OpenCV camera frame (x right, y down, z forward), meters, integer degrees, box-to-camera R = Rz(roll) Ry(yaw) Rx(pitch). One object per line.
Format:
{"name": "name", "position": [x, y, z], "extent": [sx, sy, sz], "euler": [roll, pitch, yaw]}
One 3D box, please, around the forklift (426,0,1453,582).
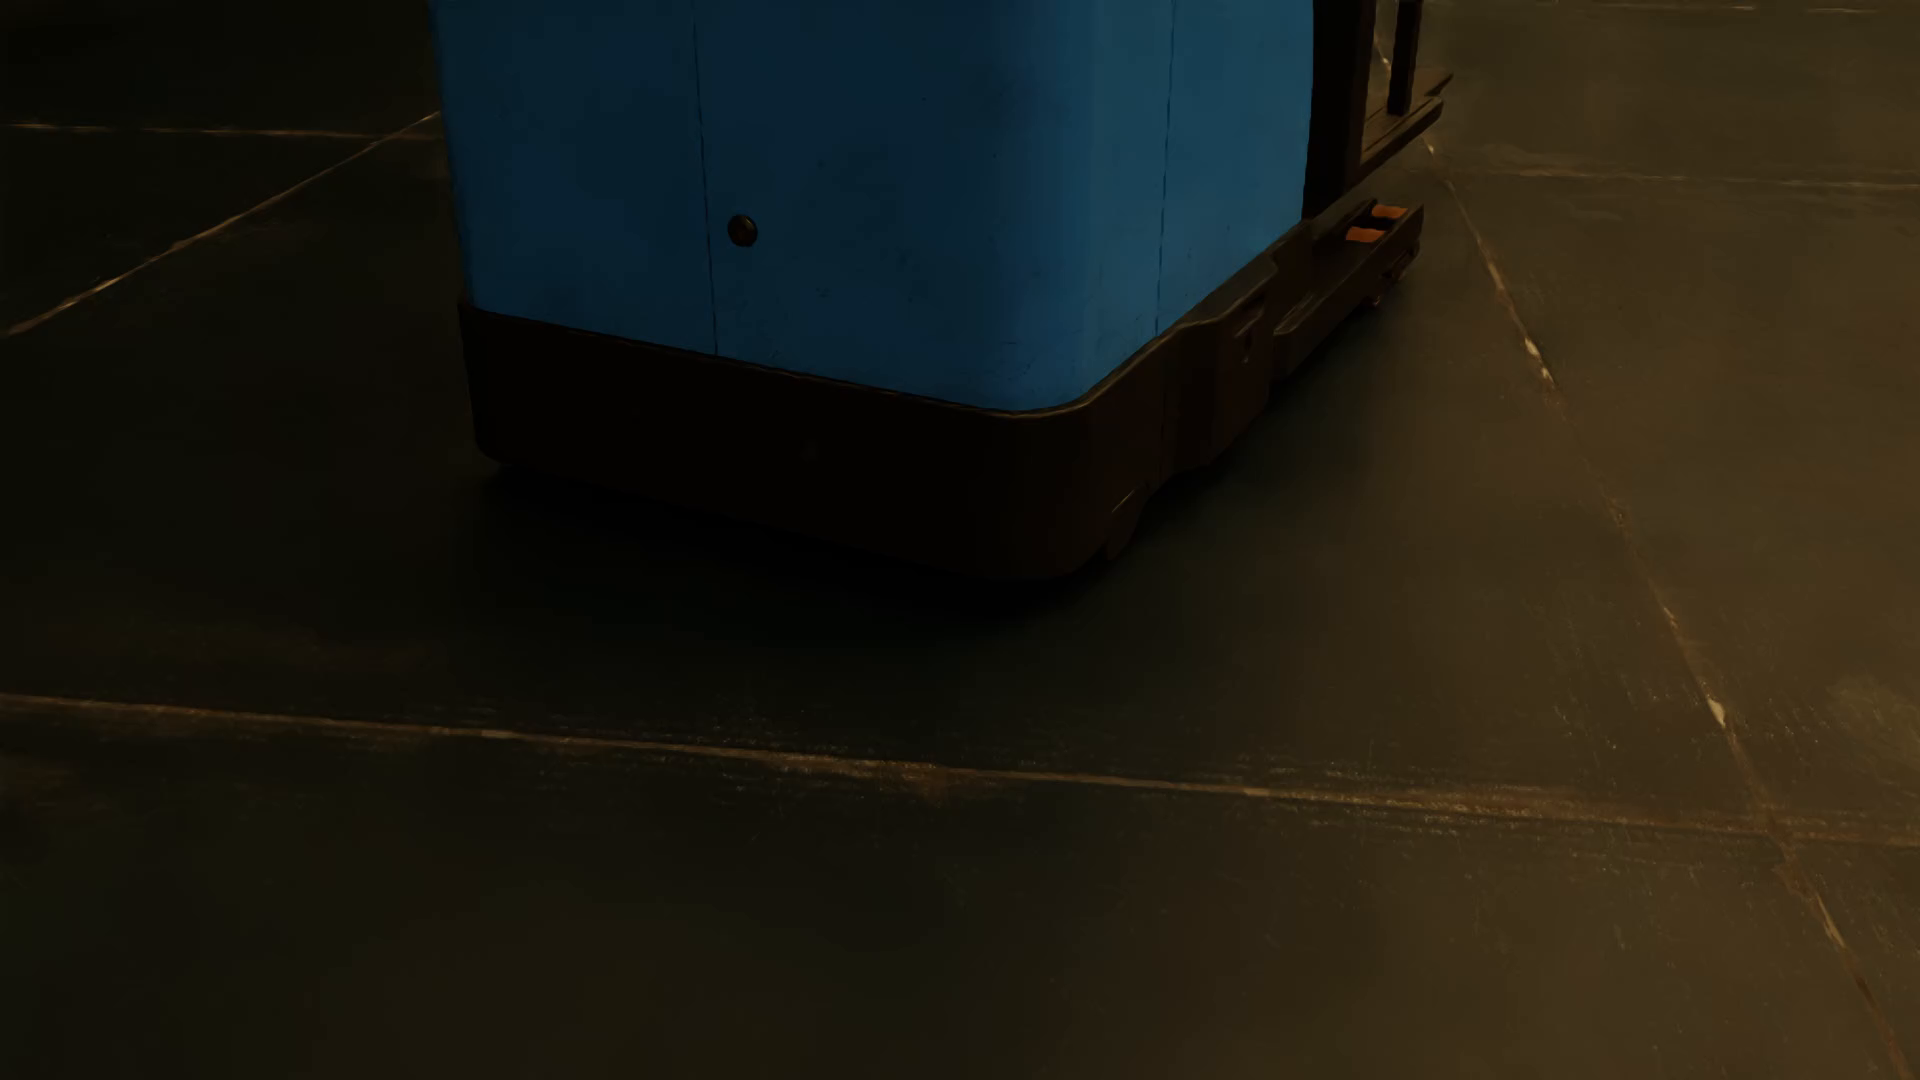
{"name": "forklift", "position": [0.359, -1.881, 2.987], "extent": [1.130, 2.935, 3.031], "euler": [13, 29, 24]}
